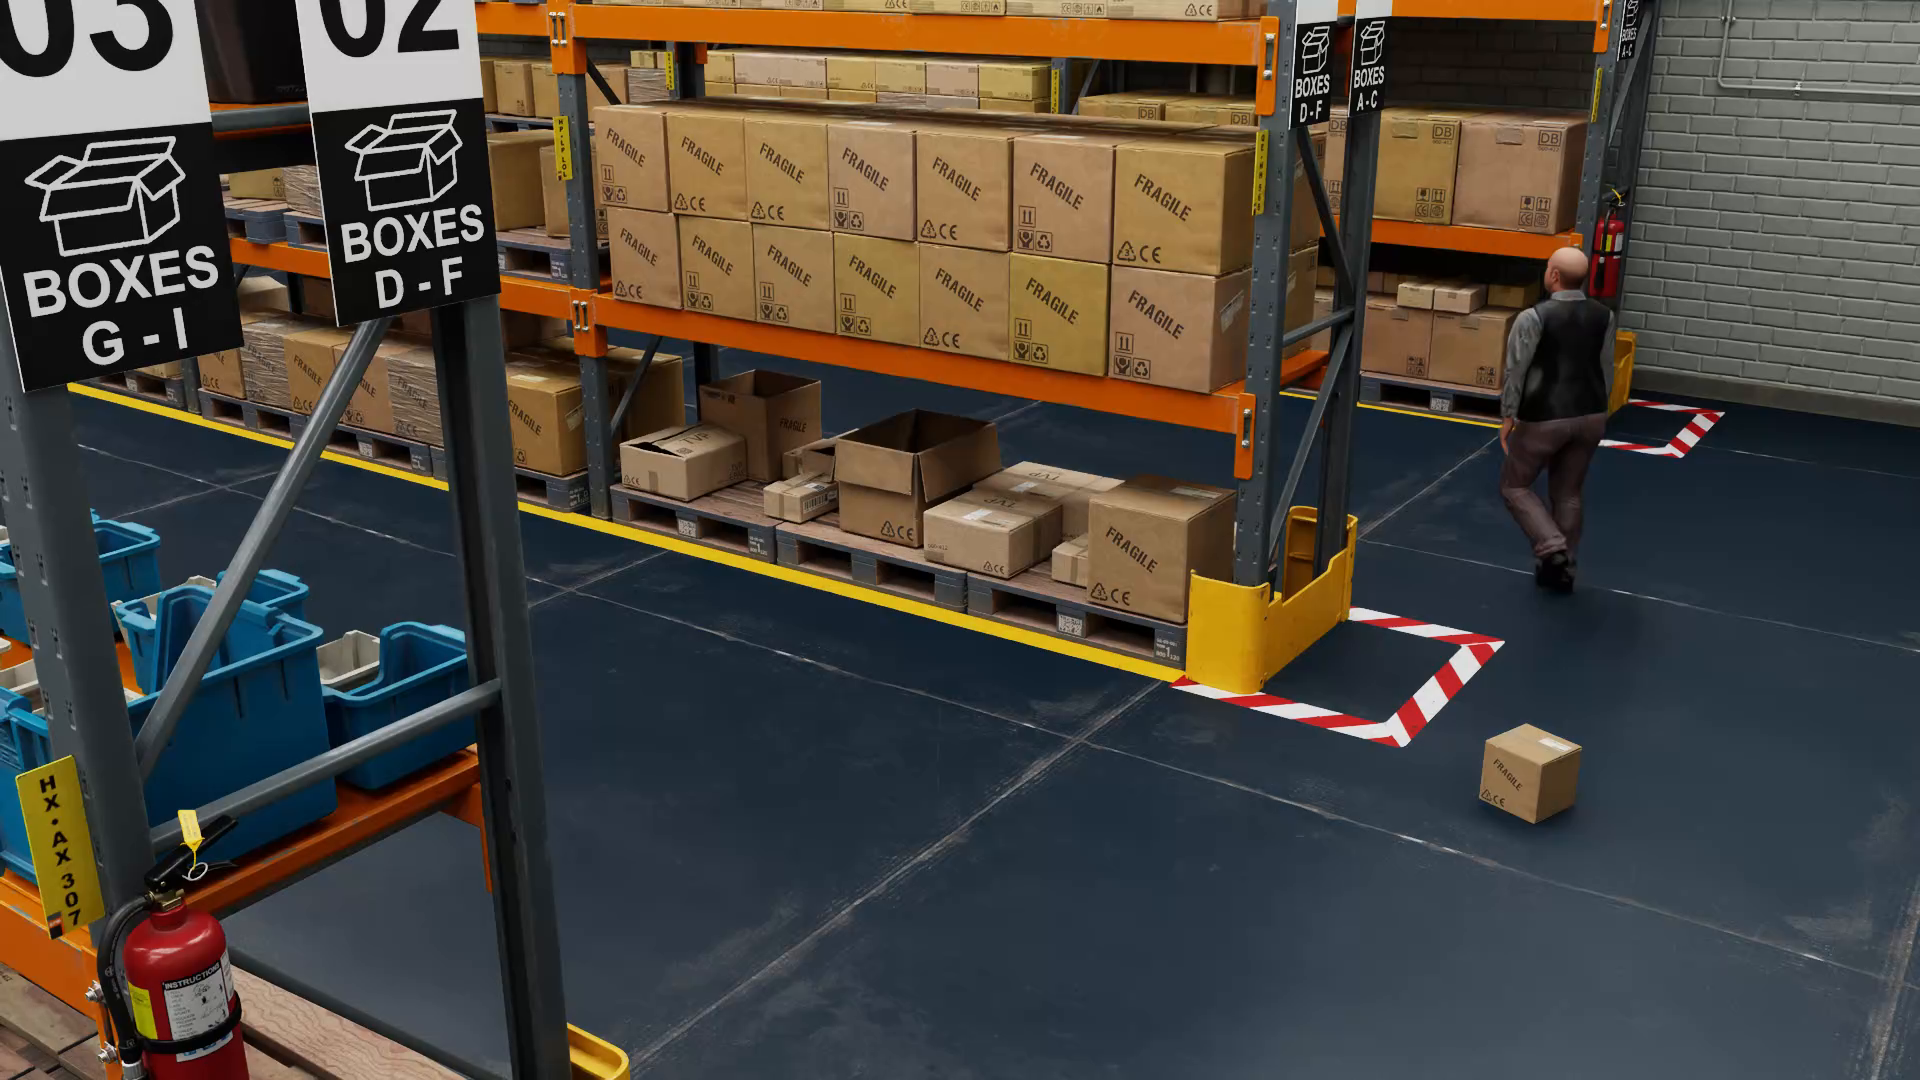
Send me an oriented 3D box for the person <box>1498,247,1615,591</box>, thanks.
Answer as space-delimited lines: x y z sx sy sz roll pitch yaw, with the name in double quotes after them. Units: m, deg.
2.932 -0.564 8.162 0.570 1.703 0.496 -3 20 -8 "person"
